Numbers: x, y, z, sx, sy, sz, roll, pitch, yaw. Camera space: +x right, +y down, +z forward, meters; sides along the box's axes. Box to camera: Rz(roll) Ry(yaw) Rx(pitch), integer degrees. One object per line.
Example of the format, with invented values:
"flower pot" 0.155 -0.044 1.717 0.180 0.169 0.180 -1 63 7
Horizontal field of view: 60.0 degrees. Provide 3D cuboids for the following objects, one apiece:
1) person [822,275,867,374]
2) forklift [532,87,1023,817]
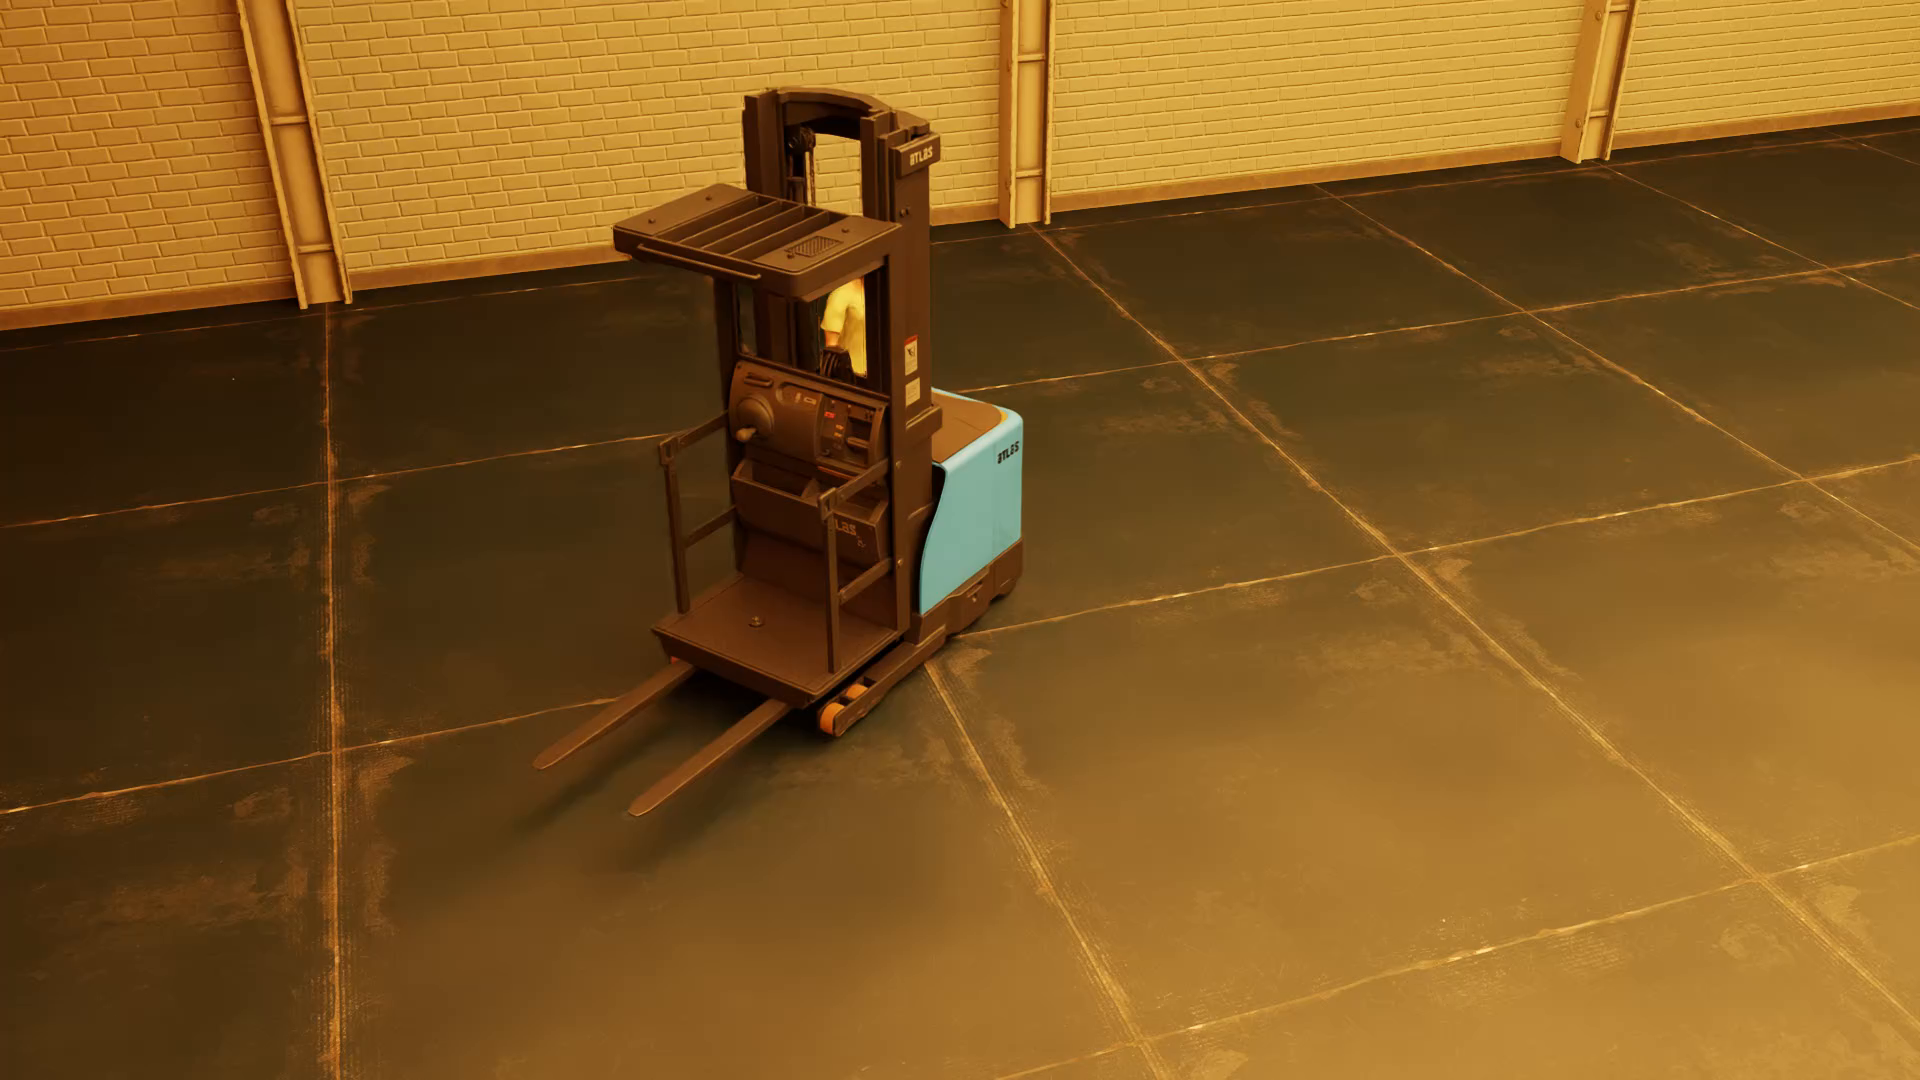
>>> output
"person" -0.612 -1.077 10.247 0.377 1.650 0.721 9 31 15
"forklift" -0.878 -0.560 8.059 1.130 2.935 3.031 19 35 29
